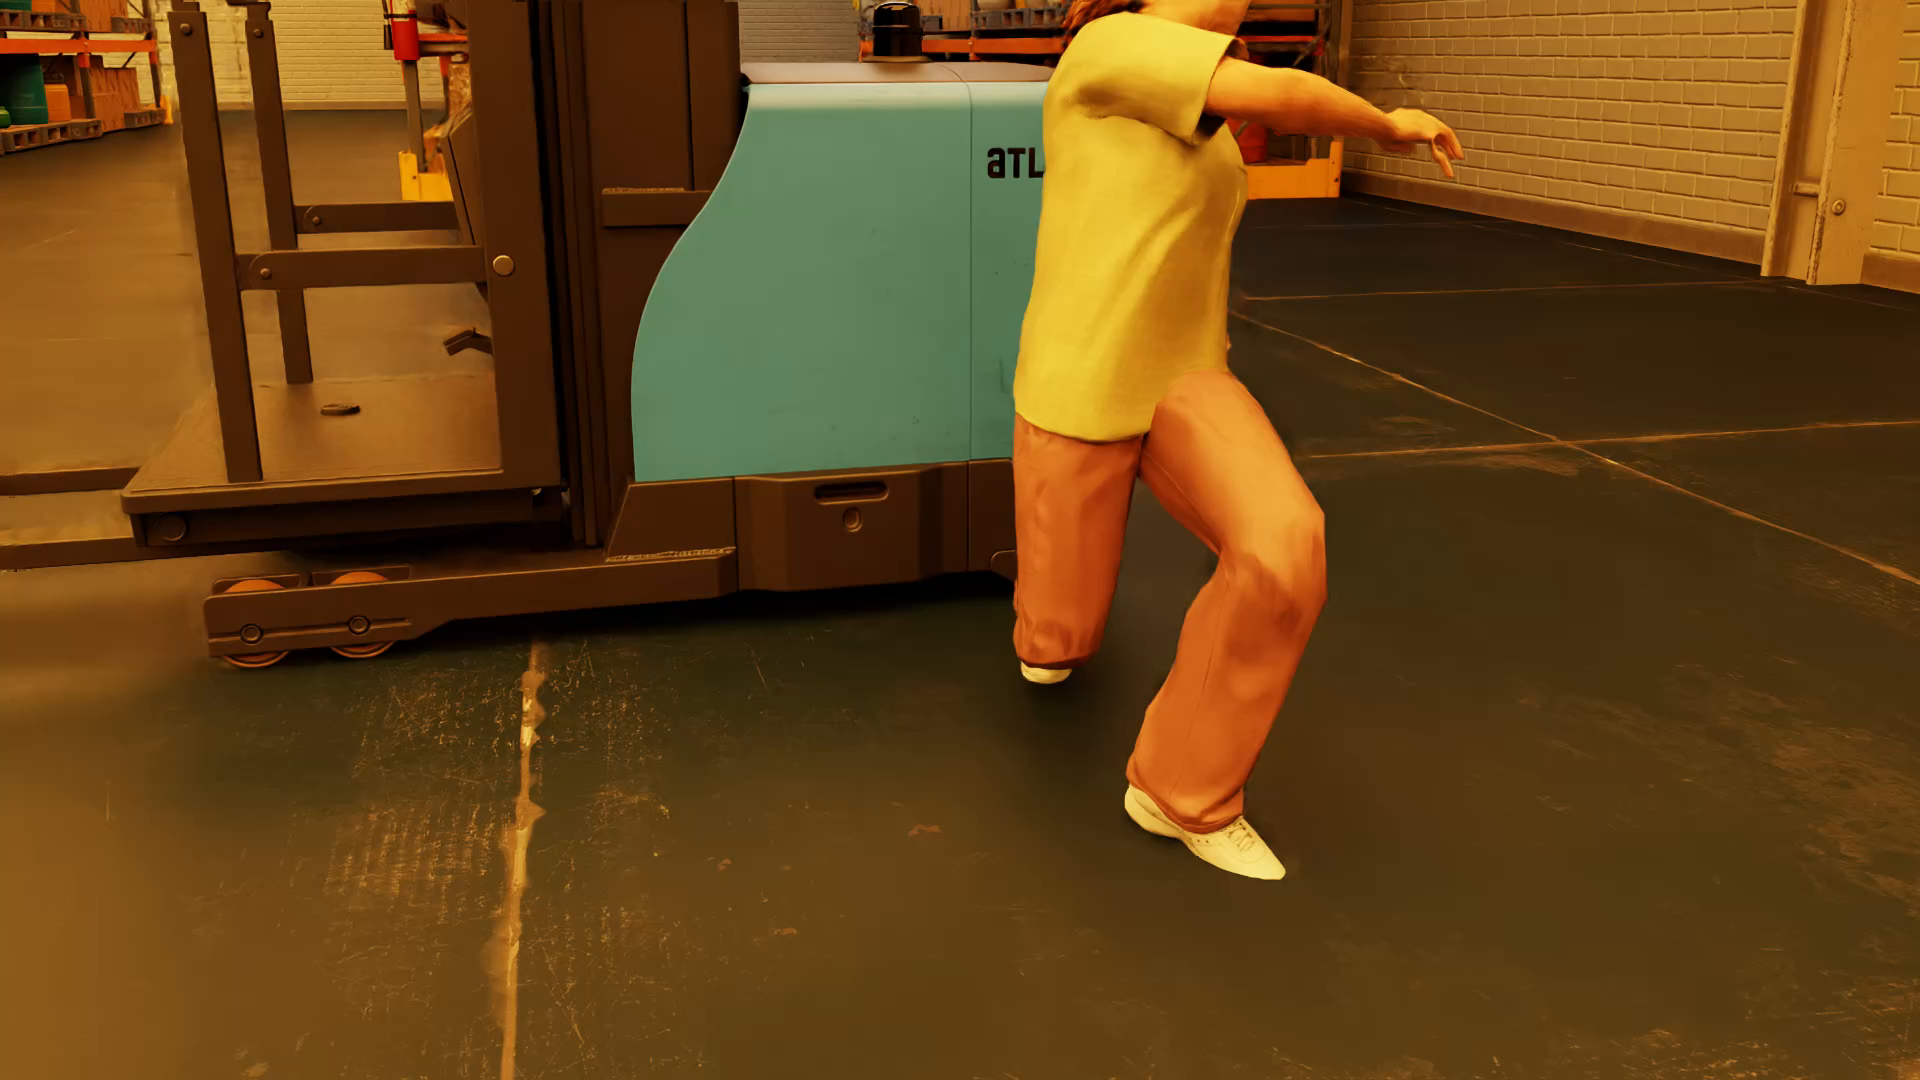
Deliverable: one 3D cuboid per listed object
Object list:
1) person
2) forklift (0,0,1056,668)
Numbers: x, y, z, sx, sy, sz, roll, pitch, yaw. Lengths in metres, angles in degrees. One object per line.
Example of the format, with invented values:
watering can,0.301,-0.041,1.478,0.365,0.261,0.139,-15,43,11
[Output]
person,0.353,-0.290,2.617,0.652,1.448,0.943,-9,19,-28
forklift,-1.217,-1.326,3.333,3.031,2.935,1.130,-4,17,-15
